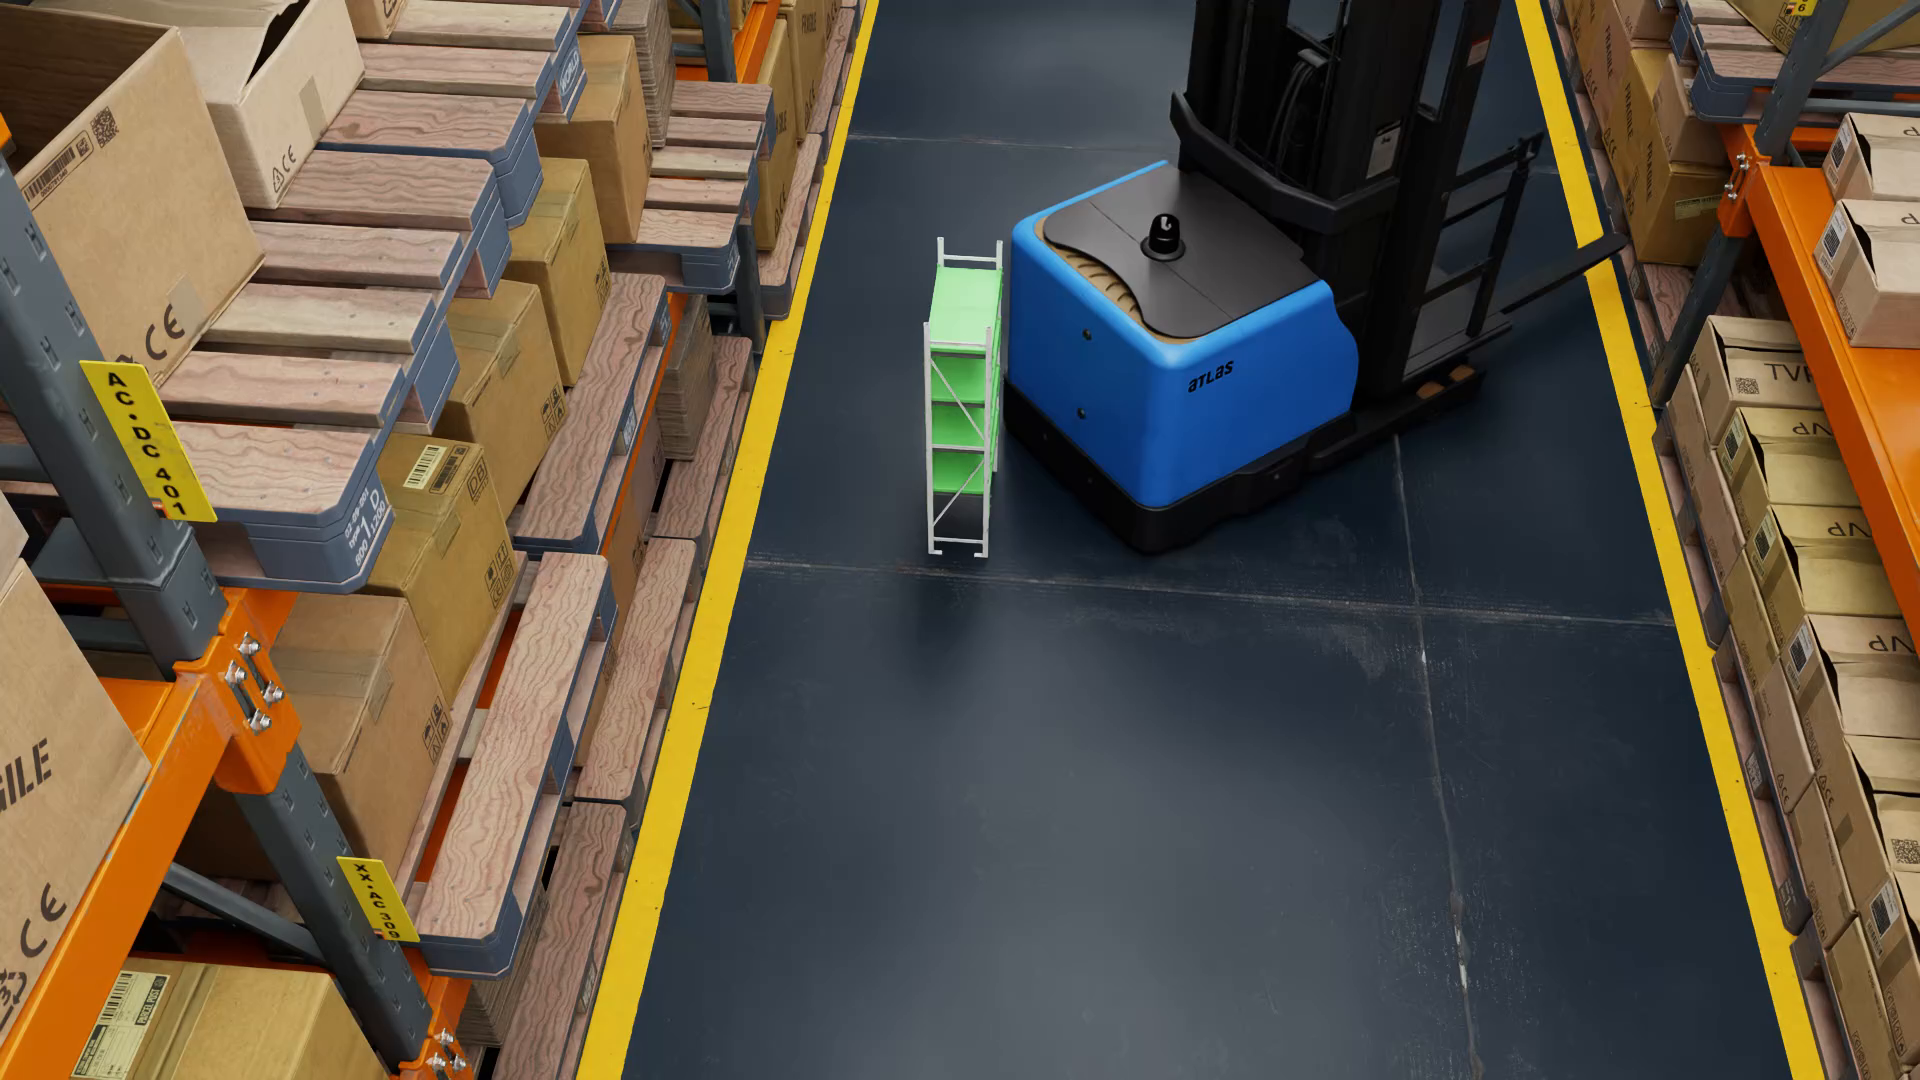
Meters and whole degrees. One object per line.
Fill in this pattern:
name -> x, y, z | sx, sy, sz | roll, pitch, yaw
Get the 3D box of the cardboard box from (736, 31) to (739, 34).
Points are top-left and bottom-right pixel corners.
cardboard box -> -1.098, -2.259, 6.966 | 0.380, 0.149, 0.250 | 4, 48, 4

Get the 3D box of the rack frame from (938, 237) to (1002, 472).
rack frame -> 0.037, -0.706, 6.608 | 0.240, 1.200, 0.015 | 4, 48, 4

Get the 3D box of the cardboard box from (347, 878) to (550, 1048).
cardboard box -> -1.704, 1.167, 5.072 | 0.700, 0.500, 0.500 | 5, 48, 5

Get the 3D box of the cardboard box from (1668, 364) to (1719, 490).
cardboard box -> 3.203, -0.444, 6.728 | 0.500, 0.250, 0.500 | 4, 48, 3

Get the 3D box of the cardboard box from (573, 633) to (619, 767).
cardboard box -> -1.620, 0.412, 5.763 | 0.700, 0.500, 0.500 | 4, 48, 4

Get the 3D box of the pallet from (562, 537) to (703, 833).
pallet -> -1.577, 0.484, 6.191 | 1.003, 0.211, 1.213 | 4, 48, 4

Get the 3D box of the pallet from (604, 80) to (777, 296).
pallet -> -1.349, -1.330, 6.090 | 1.213, 0.211, 1.003 | 4, 48, 4

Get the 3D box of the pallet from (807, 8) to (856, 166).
pallet -> -1.129, -2.453, 8.876 | 1.003, 0.211, 1.213 | 4, 48, 4

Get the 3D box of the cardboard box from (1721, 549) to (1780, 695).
cardboard box -> 3.117, 0.308, 6.040 | 0.500, 0.250, 0.500 | 3, 48, 2

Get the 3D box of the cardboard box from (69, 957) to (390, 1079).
cardboard box -> -1.490, 1.173, 3.251 | 0.500, 0.500, 0.500 | 4, 48, 3

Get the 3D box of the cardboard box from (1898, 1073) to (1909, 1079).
cardboard box -> 2.928, 1.806, 4.670 | 0.500, 0.250, 0.500 | 3, 48, 3

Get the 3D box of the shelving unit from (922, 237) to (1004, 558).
shelving unit -> 0.015, -0.527, 6.444 | 0.258, 1.200, 0.503 | 4, 48, 4

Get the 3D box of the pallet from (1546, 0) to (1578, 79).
pallet -> 3.871, -2.993, 9.371 | 1.003, 0.211, 1.213 | 4, 48, 4

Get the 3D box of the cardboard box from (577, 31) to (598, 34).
cardboard box -> -1.406, -1.834, 5.615 | 0.380, 0.149, 0.250 | -3, 48, -3

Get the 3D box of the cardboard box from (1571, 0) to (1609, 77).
cardboard box -> 3.531, -2.741, 8.646 | 0.500, 0.500, 0.500 | 4, 48, 4

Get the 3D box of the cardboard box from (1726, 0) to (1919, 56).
cardboard box -> 3.488, -2.241, 6.441 | 0.700, 0.500, 0.500 | -11, 48, -10

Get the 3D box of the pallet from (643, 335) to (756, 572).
pallet -> -1.463, -0.410, 7.008 | 1.003, 0.211, 1.213 | 4, 48, 4

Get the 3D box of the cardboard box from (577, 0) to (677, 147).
cardboard box -> -1.423, -1.762, 5.989 | 0.700, 0.500, 0.500 | -1, 48, -1

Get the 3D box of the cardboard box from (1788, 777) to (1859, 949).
cardboard box -> 3.022, 1.059, 5.354 | 0.500, 0.250, 0.500 | 5, 48, 4

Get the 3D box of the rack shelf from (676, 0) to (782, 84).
rack shelf -> -1.208, -3.153, 8.114 | 1.077, 0.370, 4.000 | 4, 48, 4

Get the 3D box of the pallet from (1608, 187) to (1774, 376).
pallet -> 3.649, -1.200, 7.731 | 1.003, 0.211, 1.213 | 4, 48, 4

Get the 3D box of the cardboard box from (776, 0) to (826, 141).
cardboard box -> -1.106, -2.517, 8.217 | 0.750, 0.750, 0.750 | 4, 48, 3

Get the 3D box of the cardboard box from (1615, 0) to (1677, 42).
cardboard box -> 3.485, -2.650, 8.055 | 0.500, 0.250, 0.500 | 3, 48, 3

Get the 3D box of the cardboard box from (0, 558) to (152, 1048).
cardboard box -> -1.555, 0.350, 2.309 | 0.500, 0.500, 0.500 | 5, 48, 5

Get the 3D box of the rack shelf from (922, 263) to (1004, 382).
rack shelf -> 0.015, -0.807, 6.137 | 0.258, 0.148, 0.480 | 4, 48, 4

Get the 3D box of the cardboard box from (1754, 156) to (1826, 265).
cardboard box -> 3.912, -1.600, 7.603 | 0.500, 0.500, 0.500 | 2, 48, 2

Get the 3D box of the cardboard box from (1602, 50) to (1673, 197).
cardboard box -> 3.442, -1.983, 7.953 | 0.500, 0.500, 0.500 | 2, 48, 2

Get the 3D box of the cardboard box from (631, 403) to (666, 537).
cardboard box -> -1.567, -0.327, 6.438 | 0.700, 0.500, 0.500 | 4, 48, 3

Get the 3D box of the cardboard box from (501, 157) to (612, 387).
cardboard box -> -1.514, -0.845, 5.150 | 0.700, 0.500, 0.500 | 4, 48, 4

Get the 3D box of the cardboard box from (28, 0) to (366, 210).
cardboard box -> -1.569, -0.959, 3.364 | 0.500, 0.311, 0.500 | 5, 48, 5

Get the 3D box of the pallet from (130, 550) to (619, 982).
pallet -> -1.540, 0.527, 4.392 | 1.003, 0.211, 1.213 | 4, 48, 4

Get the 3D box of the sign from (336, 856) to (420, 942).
sign -> -1.214, 0.752, 3.468 | 0.100, 0.325, 0.005 | 4, 48, 4

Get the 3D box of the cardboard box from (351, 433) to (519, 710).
cardboard box -> -1.616, 0.050, 4.332 | 0.700, 0.500, 0.500 | 8, 48, 8

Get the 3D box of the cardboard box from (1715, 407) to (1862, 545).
cardboard box -> 3.164, -0.247, 6.167 | 0.500, 0.311, 0.500 | 3, 48, 3

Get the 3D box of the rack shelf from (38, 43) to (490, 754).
rack shelf -> -1.572, -1.226, 4.319 | 1.077, 0.370, 4.000 | 4, 48, 4

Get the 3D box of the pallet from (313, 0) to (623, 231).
pallet -> -1.501, -1.144, 3.884 | 1.213, 0.211, 1.003 | 4, 48, 4

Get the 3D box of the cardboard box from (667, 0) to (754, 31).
cardboard box -> -1.091, -2.406, 6.661 | 0.500, 0.500, 0.500 | 5, 48, 5

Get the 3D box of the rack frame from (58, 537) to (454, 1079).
rack frame -> -1.755, 1.014, 3.816 | 1.000, 3.000, 0.127 | 4, 48, 4

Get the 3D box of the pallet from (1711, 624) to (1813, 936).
pallet -> 3.316, 0.842, 5.863 | 1.003, 0.211, 1.213 | 4, 48, 4

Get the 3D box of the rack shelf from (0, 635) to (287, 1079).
rack shelf -> -1.937, 1.714, 1.630 | 1.077, 0.370, 4.000 | 4, 48, 4

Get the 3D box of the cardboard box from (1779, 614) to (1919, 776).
cardboard box -> 3.069, 0.506, 5.479 | 0.500, 0.311, 0.500 | 3, 48, 3

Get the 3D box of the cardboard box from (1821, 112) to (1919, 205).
cardboard box -> 3.467, -1.301, 5.993 | 0.500, 0.311, 0.500 | 7, 48, 6

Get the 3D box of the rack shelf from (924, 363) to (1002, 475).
rack shelf -> 0.015, -0.483, 6.492 | 0.258, 0.148, 0.480 | 4, 48, 4

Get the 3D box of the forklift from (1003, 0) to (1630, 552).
forklift -> 1.689, -1.814, 6.448 | 3.031, 2.935, 1.130 | -27, 53, -22

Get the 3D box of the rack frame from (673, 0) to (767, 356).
rack frame -> -1.390, -1.926, 6.504 | 1.000, 3.000, 0.127 | 4, 48, 4

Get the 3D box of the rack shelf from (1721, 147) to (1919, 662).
rack shelf -> 3.361, 0.117, 5.124 | 1.077, 0.370, 4.000 | 4, 48, 4

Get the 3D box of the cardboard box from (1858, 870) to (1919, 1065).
cardboard box -> 2.971, 1.241, 4.806 | 0.500, 0.311, 0.500 | 5, 48, 5
